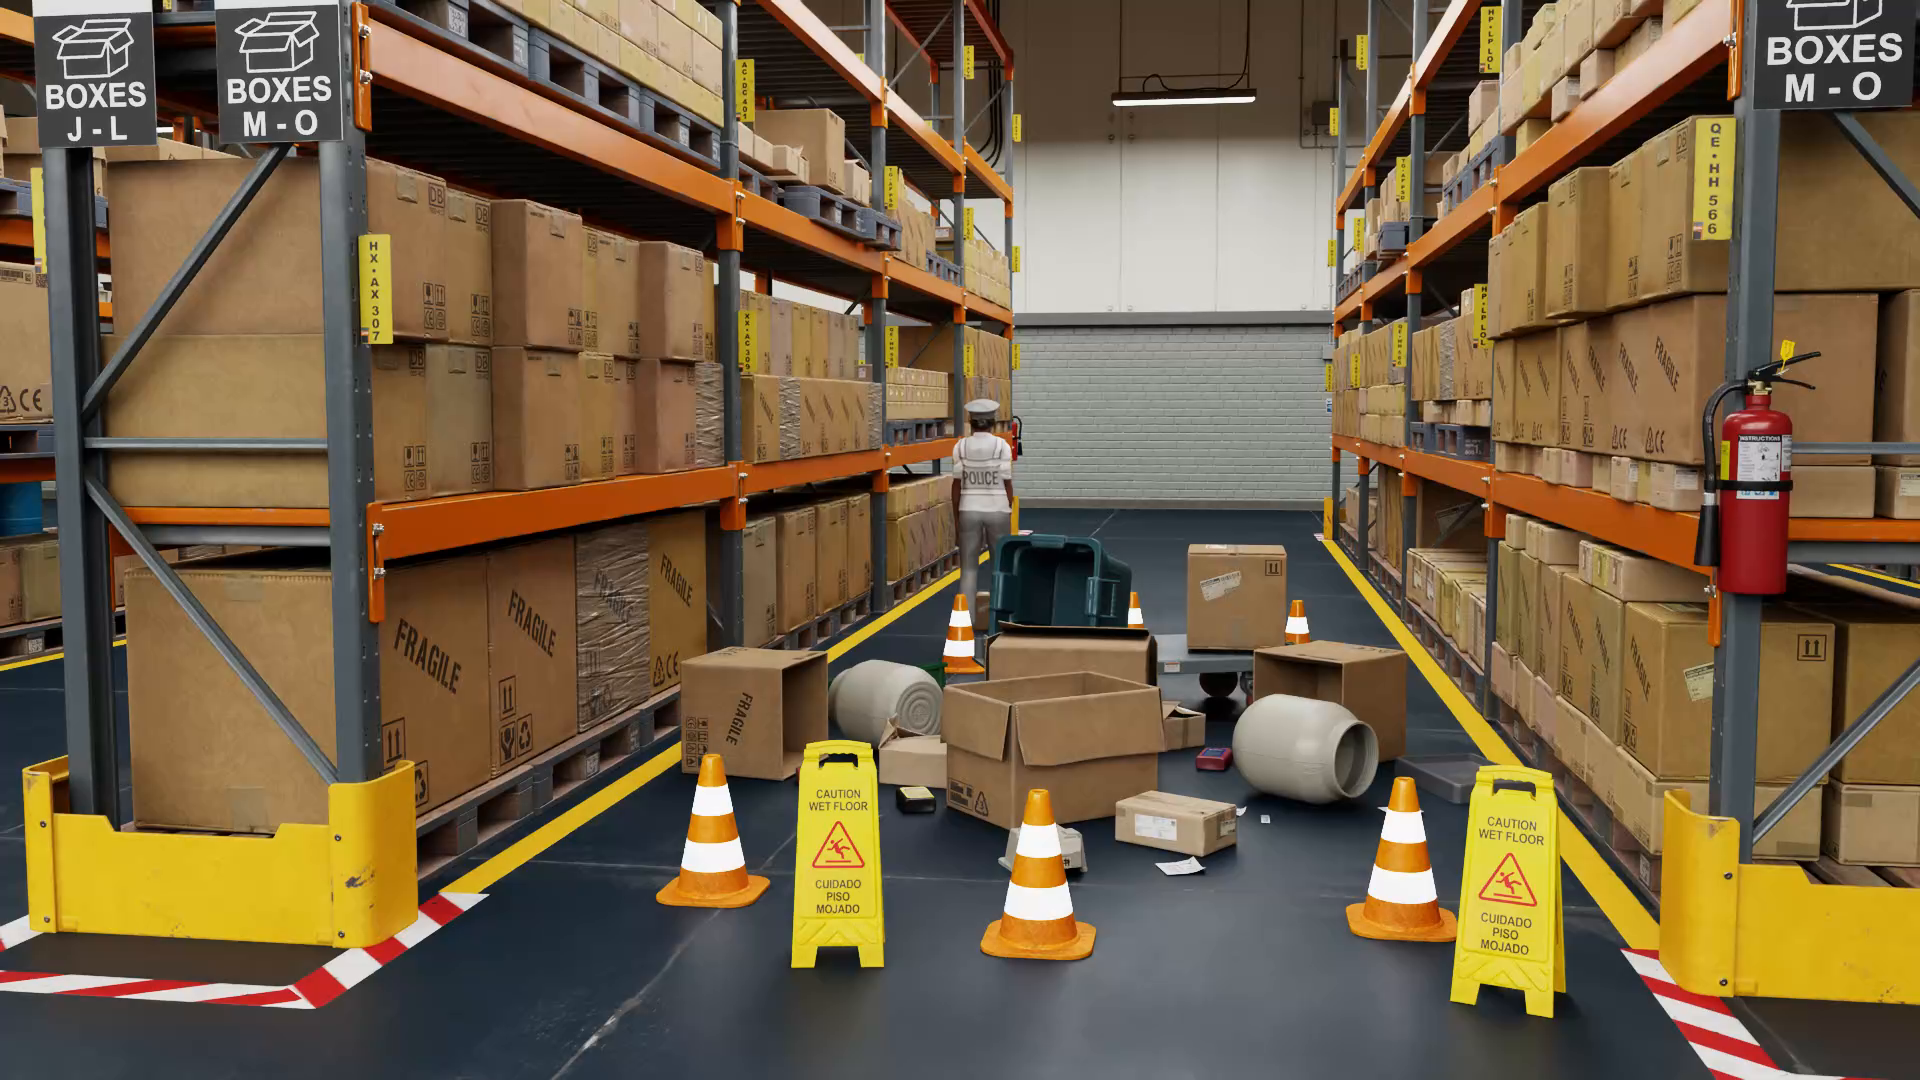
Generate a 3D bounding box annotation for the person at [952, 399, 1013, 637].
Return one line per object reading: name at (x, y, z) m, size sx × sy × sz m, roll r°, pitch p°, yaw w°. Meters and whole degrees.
person at (0.159, -0.144, 11.689) m, size 0.435 × 1.695 × 0.343 m, roll 1°, pitch 5°, yaw 9°
